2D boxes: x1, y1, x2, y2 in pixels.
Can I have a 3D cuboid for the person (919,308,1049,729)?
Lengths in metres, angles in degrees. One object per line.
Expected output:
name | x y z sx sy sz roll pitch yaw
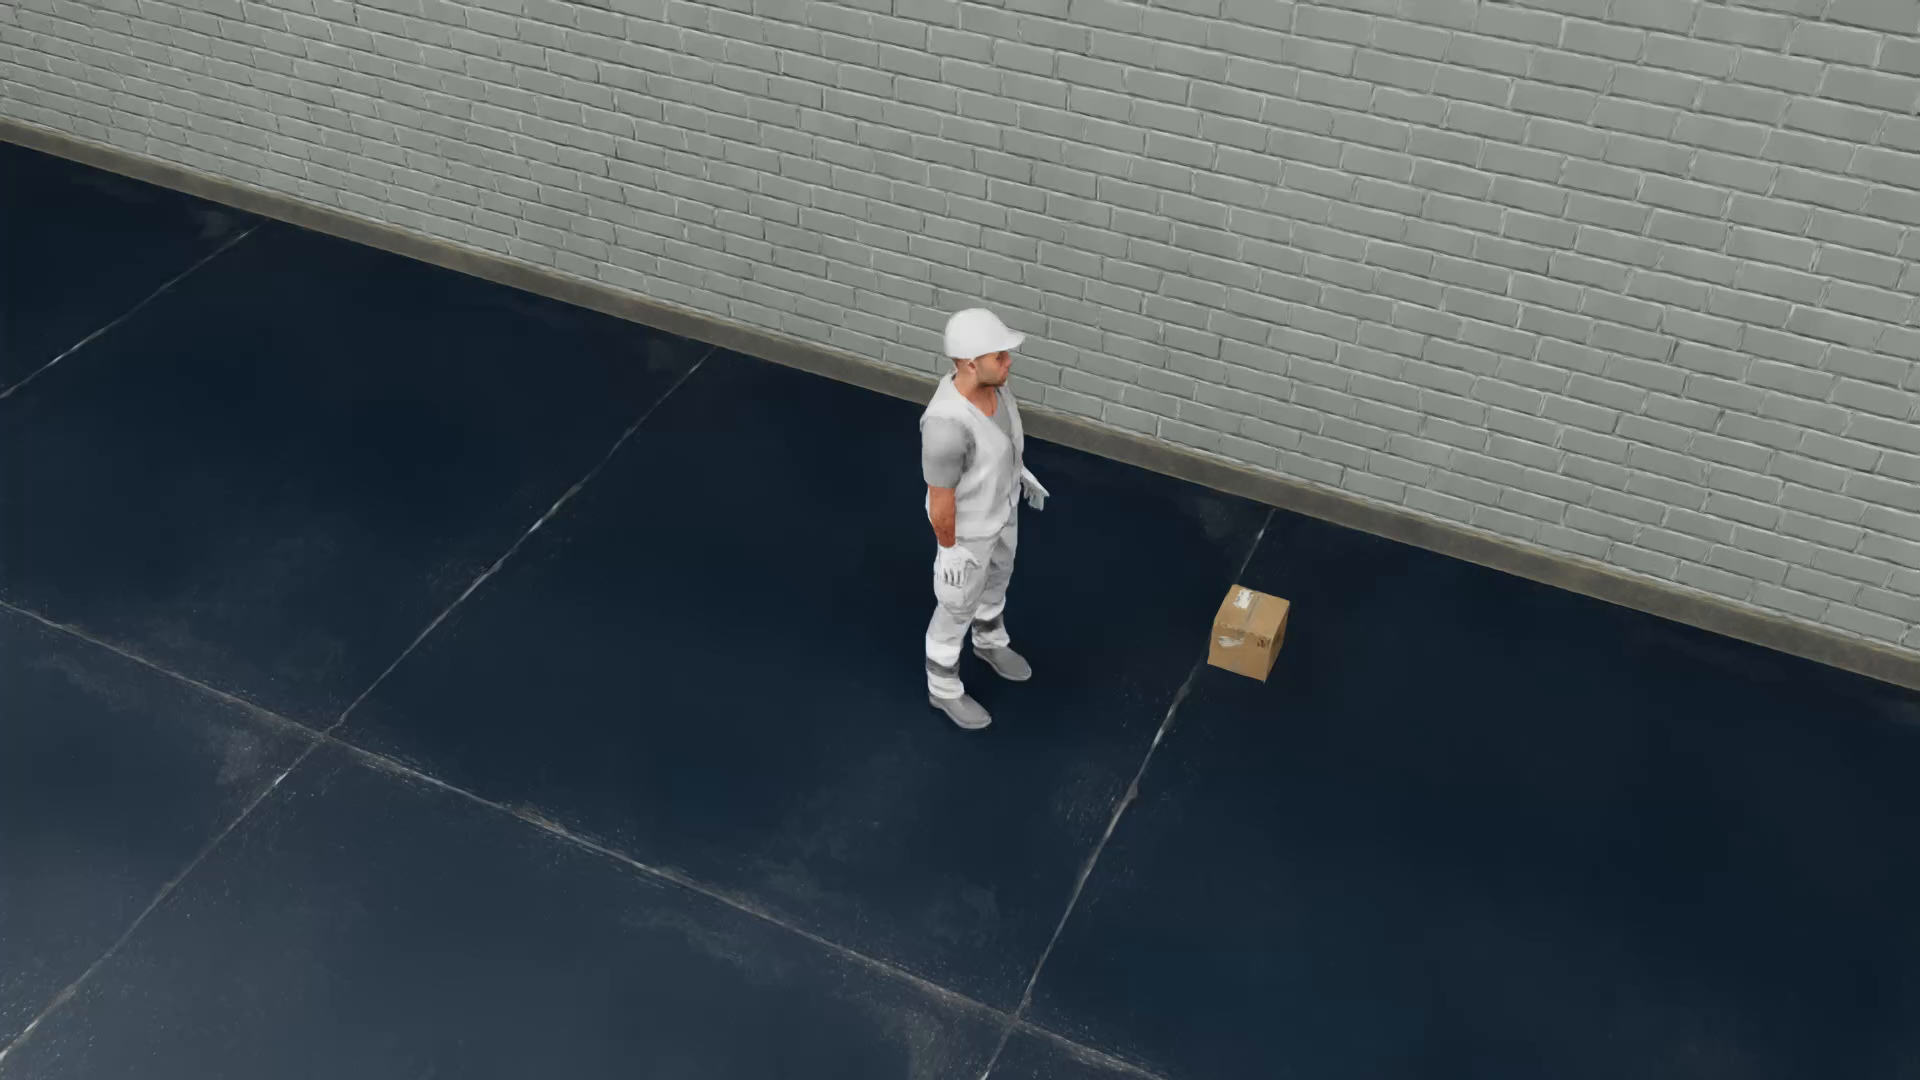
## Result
person | 0.081 -0.097 6.213 0.383 1.796 0.577 16 44 18
